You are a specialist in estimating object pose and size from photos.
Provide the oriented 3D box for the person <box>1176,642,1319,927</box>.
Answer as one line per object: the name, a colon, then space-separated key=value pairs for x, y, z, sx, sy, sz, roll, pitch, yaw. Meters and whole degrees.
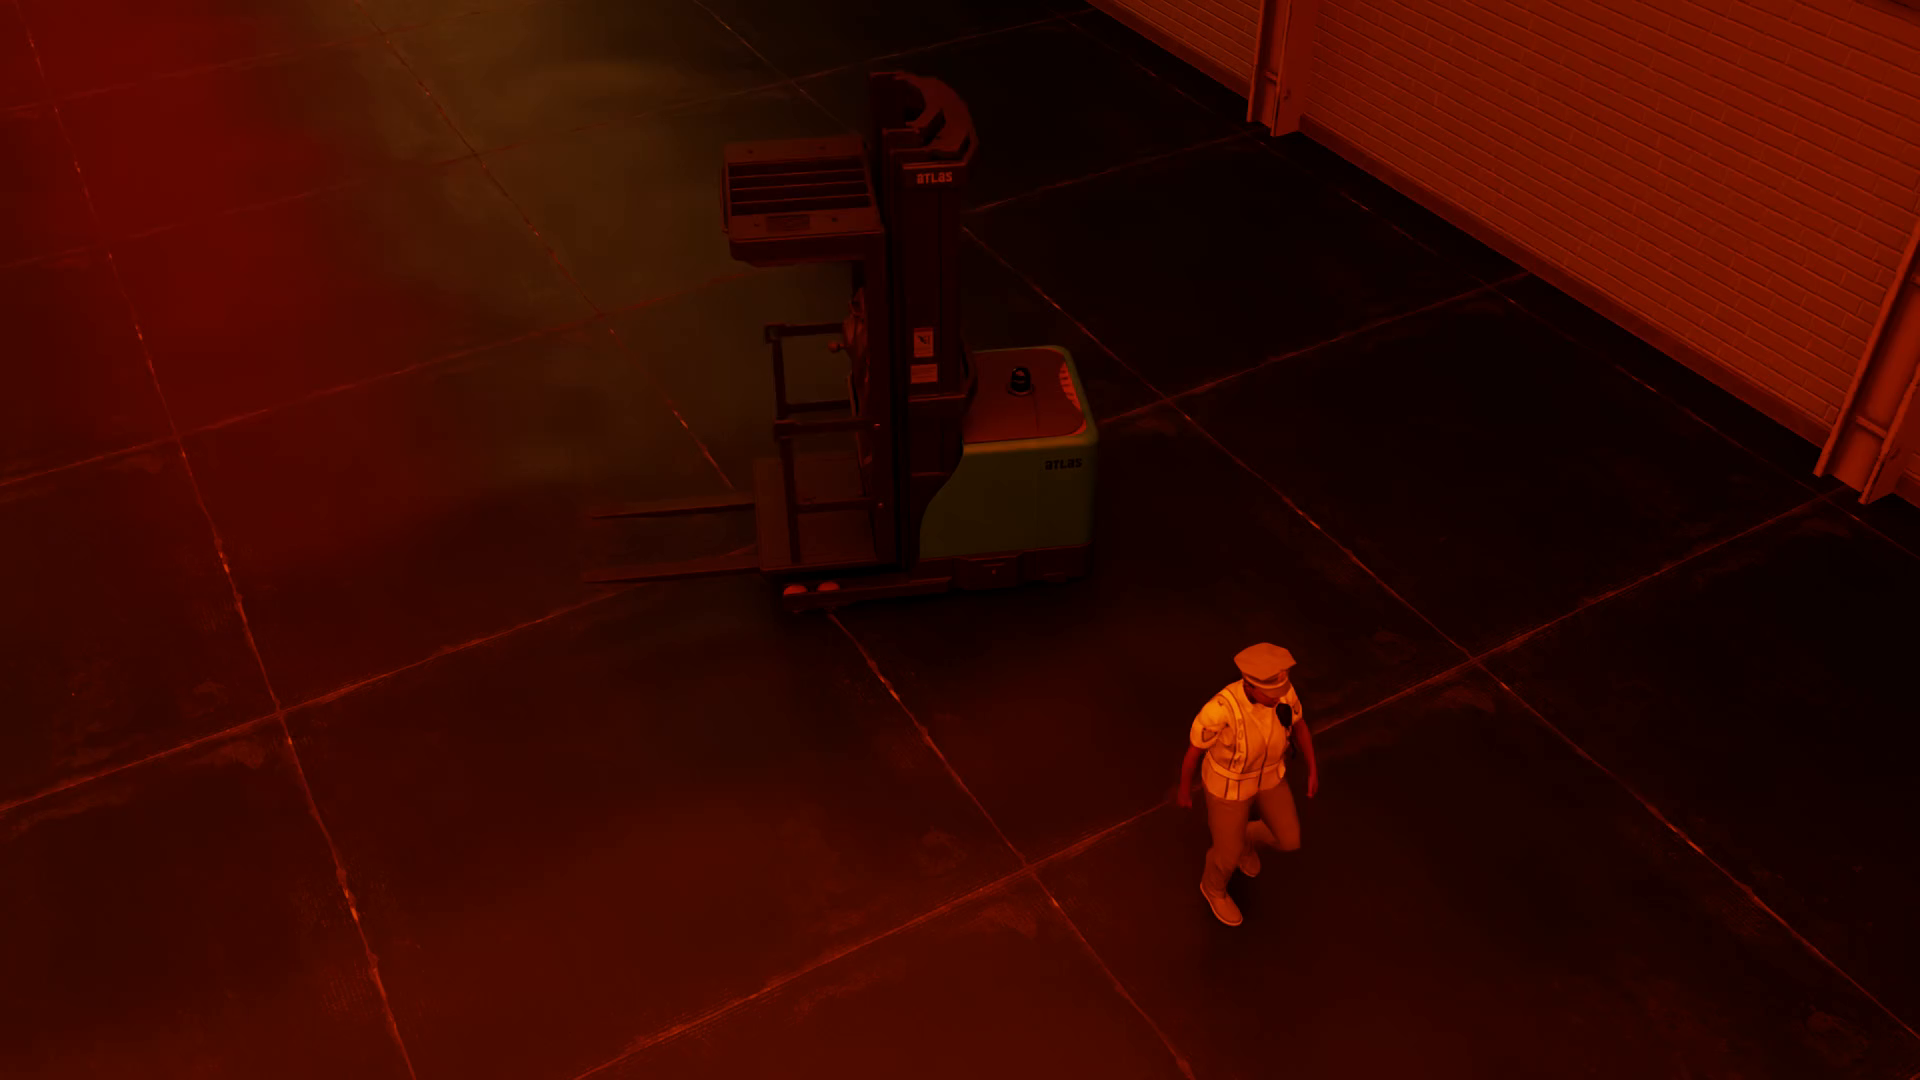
person: x=1.333 y=1.125 z=7.690 sx=0.629 sy=1.648 sz=0.463 roll=-19 pitch=43 yaw=-21

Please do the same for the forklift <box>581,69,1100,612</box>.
forklift: x=-0.753 y=-1.062 z=9.316 sx=3.031 sy=2.935 sz=1.130 roll=-5 pitch=40 yaw=-6
